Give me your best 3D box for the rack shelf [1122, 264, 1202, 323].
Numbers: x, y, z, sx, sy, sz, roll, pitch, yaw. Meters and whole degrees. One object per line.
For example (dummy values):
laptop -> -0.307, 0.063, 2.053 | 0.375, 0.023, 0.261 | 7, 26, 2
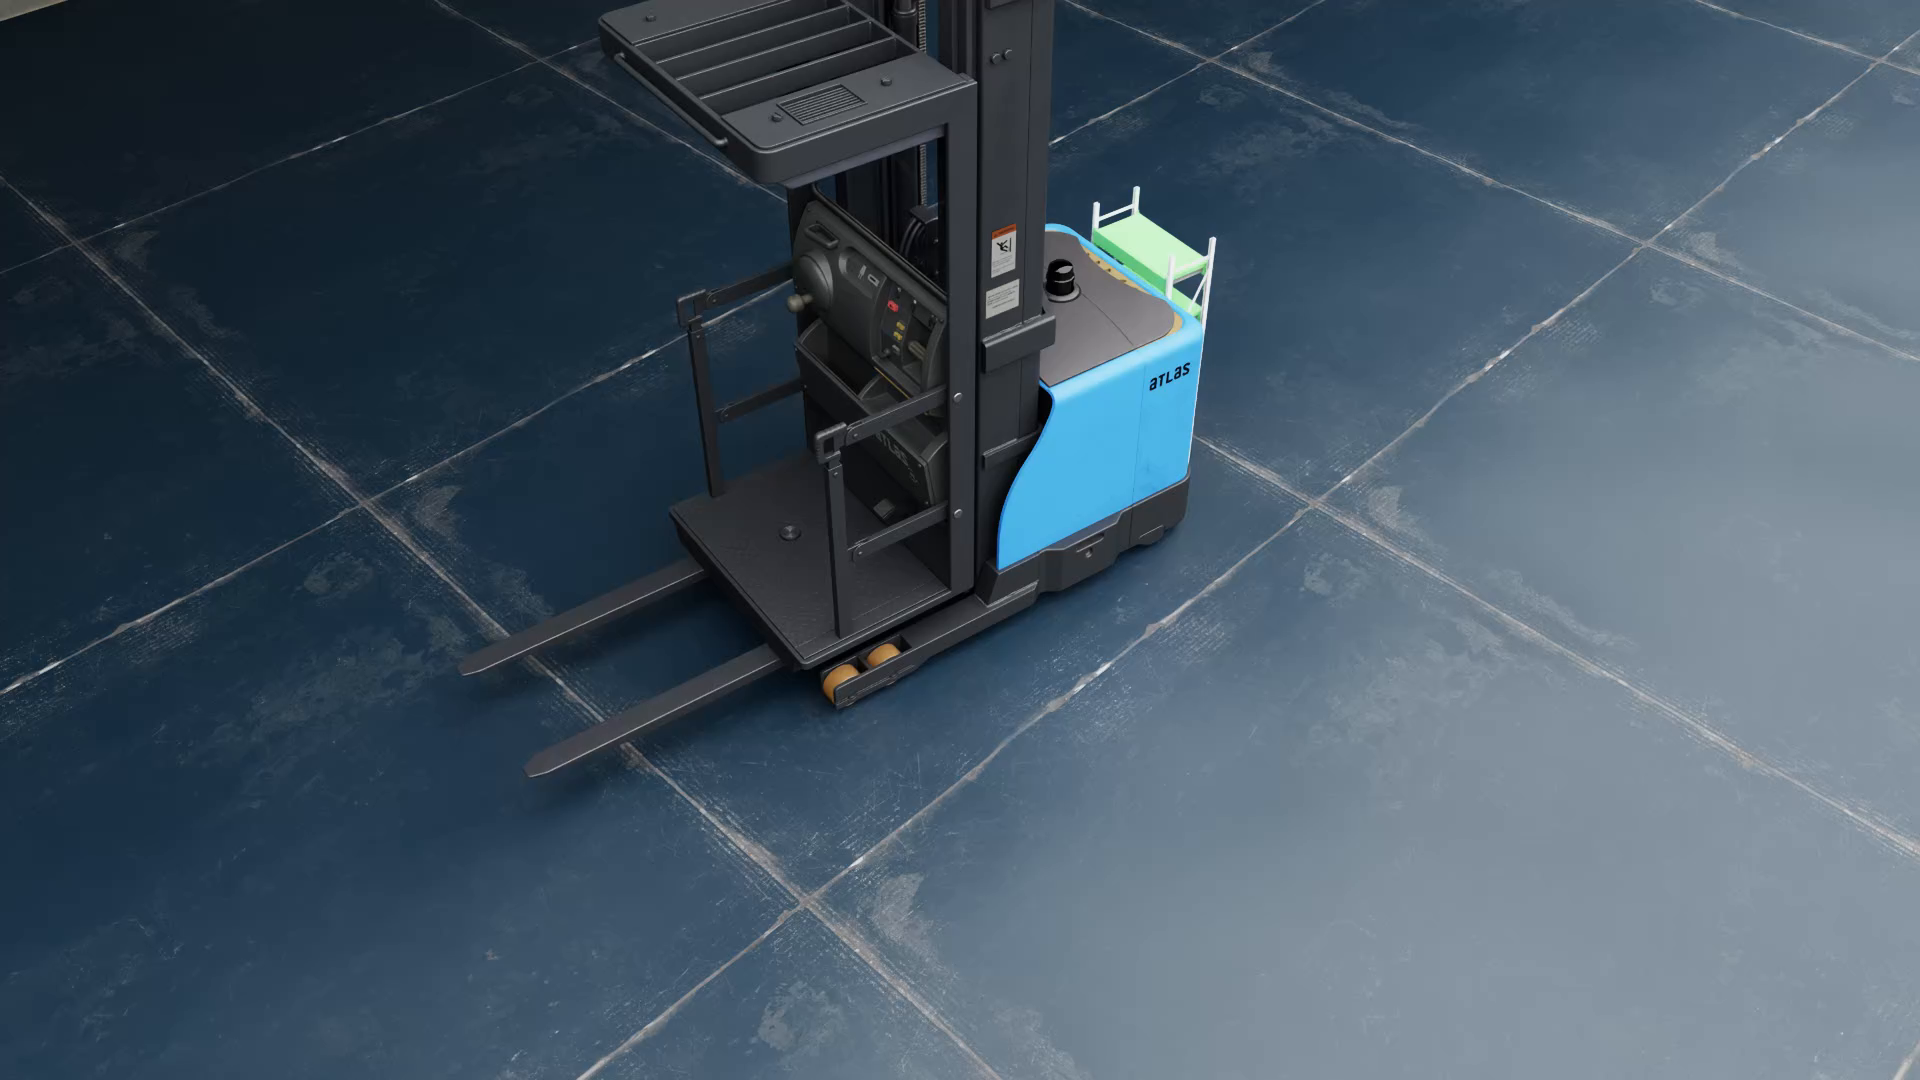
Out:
rack shelf -> 0.807, -1.017, 7.207 | 0.258, 0.148, 0.480 | -26, 49, -25

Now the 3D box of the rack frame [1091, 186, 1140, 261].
rack frame -> 0.666, -1.023, 7.473 | 0.240, 1.200, 0.015 | -26, 49, -25

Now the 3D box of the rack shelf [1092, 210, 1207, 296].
rack shelf -> 0.807, -1.193, 7.044 | 0.258, 0.148, 0.480 | -26, 49, -25

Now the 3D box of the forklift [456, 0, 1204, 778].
forklift -> -0.510, -0.832, 5.991 | 3.031, 2.935, 1.130 | -26, 49, -25

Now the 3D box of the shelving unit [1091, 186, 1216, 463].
shelving unit -> 0.807, -0.888, 7.327 | 0.258, 1.200, 0.503 | -26, 49, -25

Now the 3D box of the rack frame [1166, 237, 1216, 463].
rack frame -> 0.948, -0.753, 7.180 | 0.240, 1.200, 0.015 | -26, 49, -25
